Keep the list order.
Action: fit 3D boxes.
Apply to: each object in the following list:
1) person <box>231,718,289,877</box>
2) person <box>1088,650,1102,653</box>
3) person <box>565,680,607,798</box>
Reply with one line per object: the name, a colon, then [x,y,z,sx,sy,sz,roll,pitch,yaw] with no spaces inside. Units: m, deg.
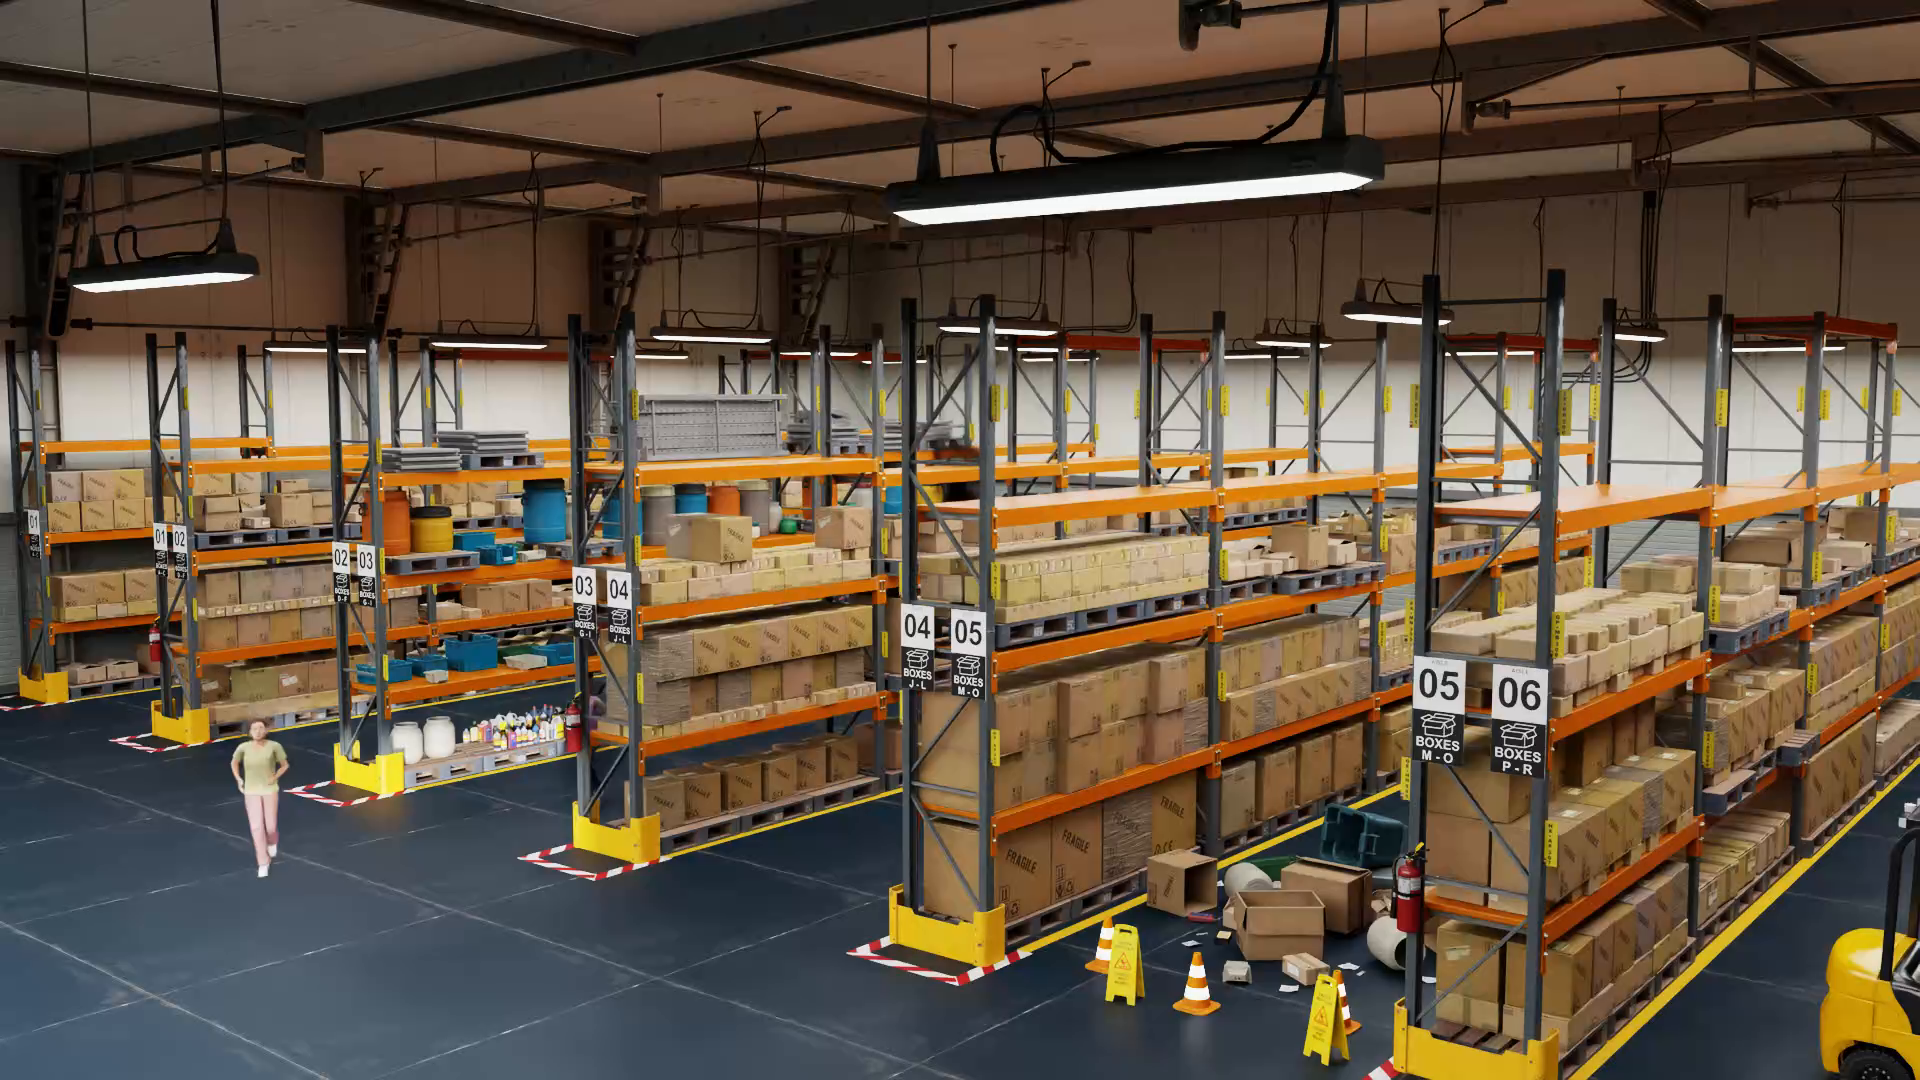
person: [-7.538,2.730,17.927,0.586,1.663,0.760,-2,5,-20]
person: [1.771,2.289,22.250,0.647,1.735,0.602,3,6,31]
person: [-4.616,2.516,20.558,0.504,1.638,0.711,2,6,21]
